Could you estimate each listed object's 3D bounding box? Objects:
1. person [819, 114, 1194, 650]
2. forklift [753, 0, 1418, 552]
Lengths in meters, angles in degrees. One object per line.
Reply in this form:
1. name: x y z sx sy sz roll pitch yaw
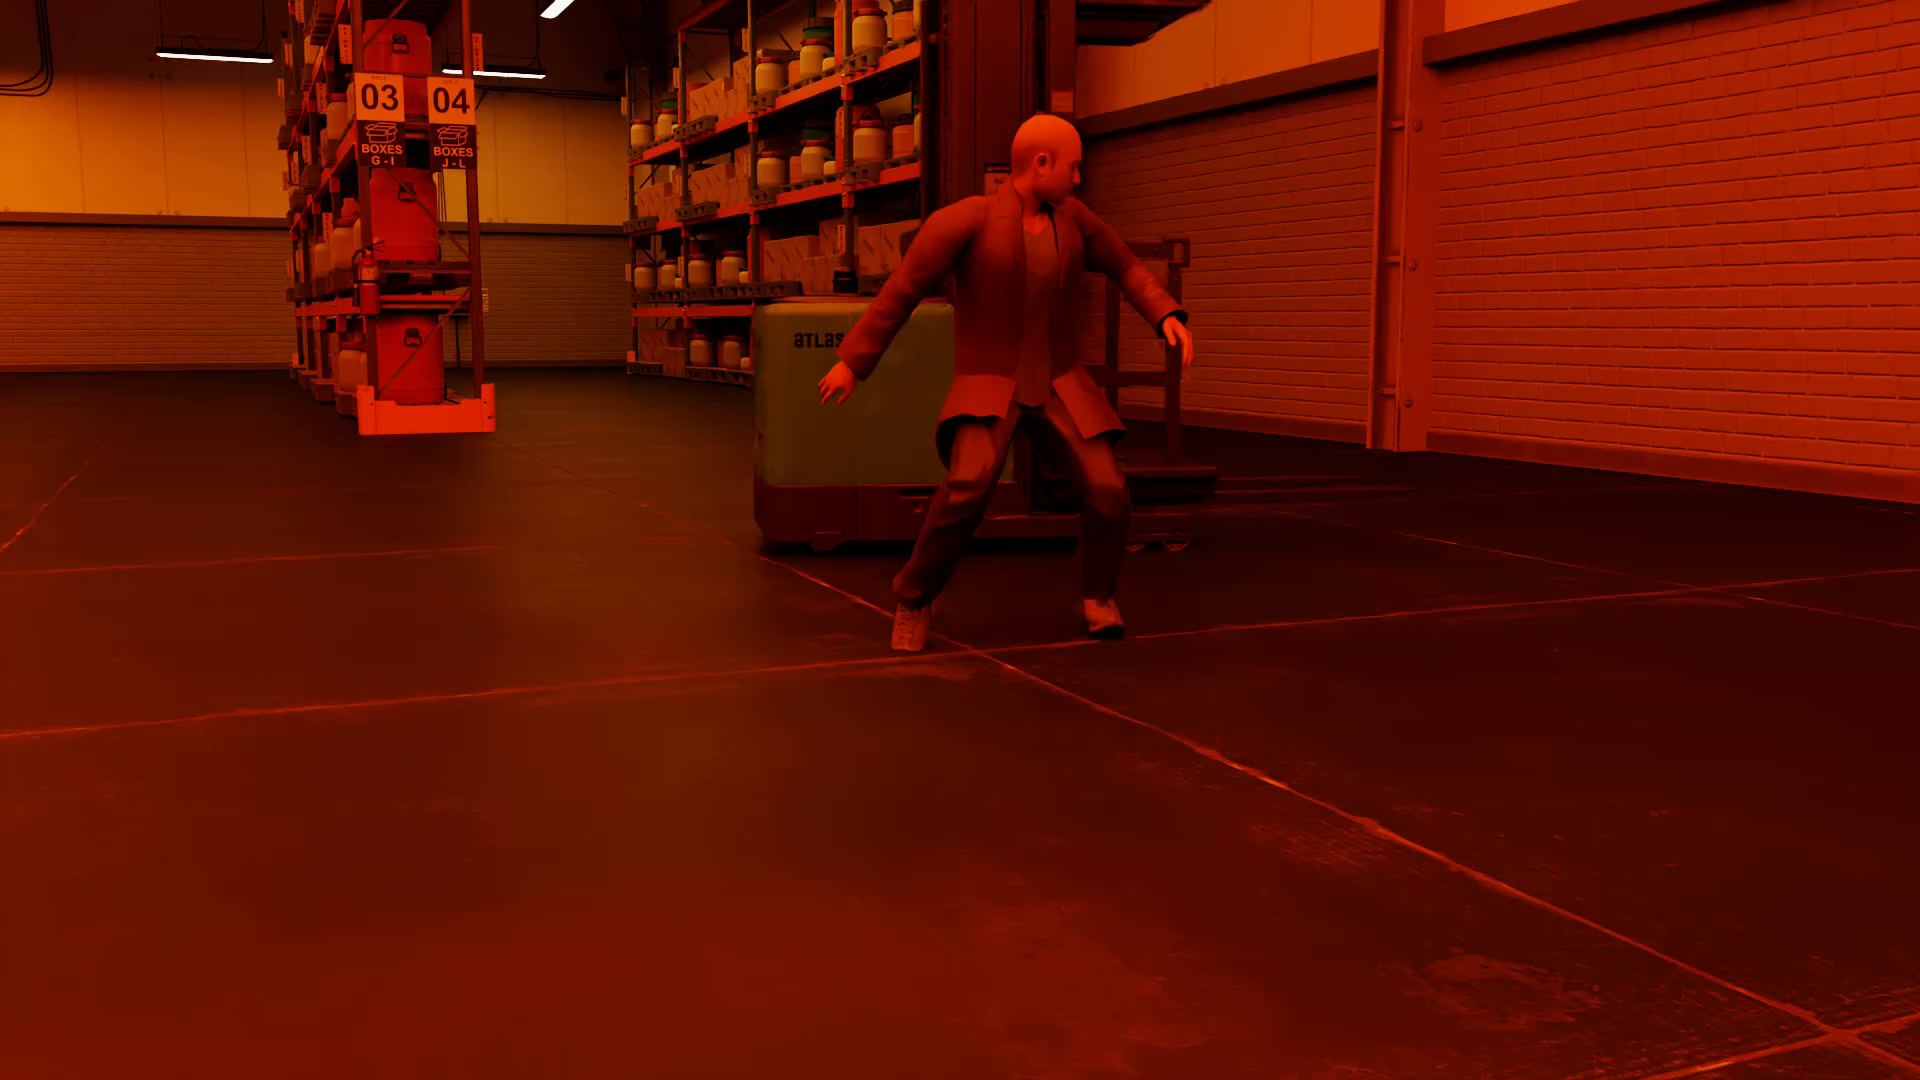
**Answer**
1. person: 0.150 -0.422 5.099 1.078 1.701 0.567 -3 8 -20
2. forklift: 0.582 -1.473 7.613 3.031 2.935 1.130 -1 8 -10
